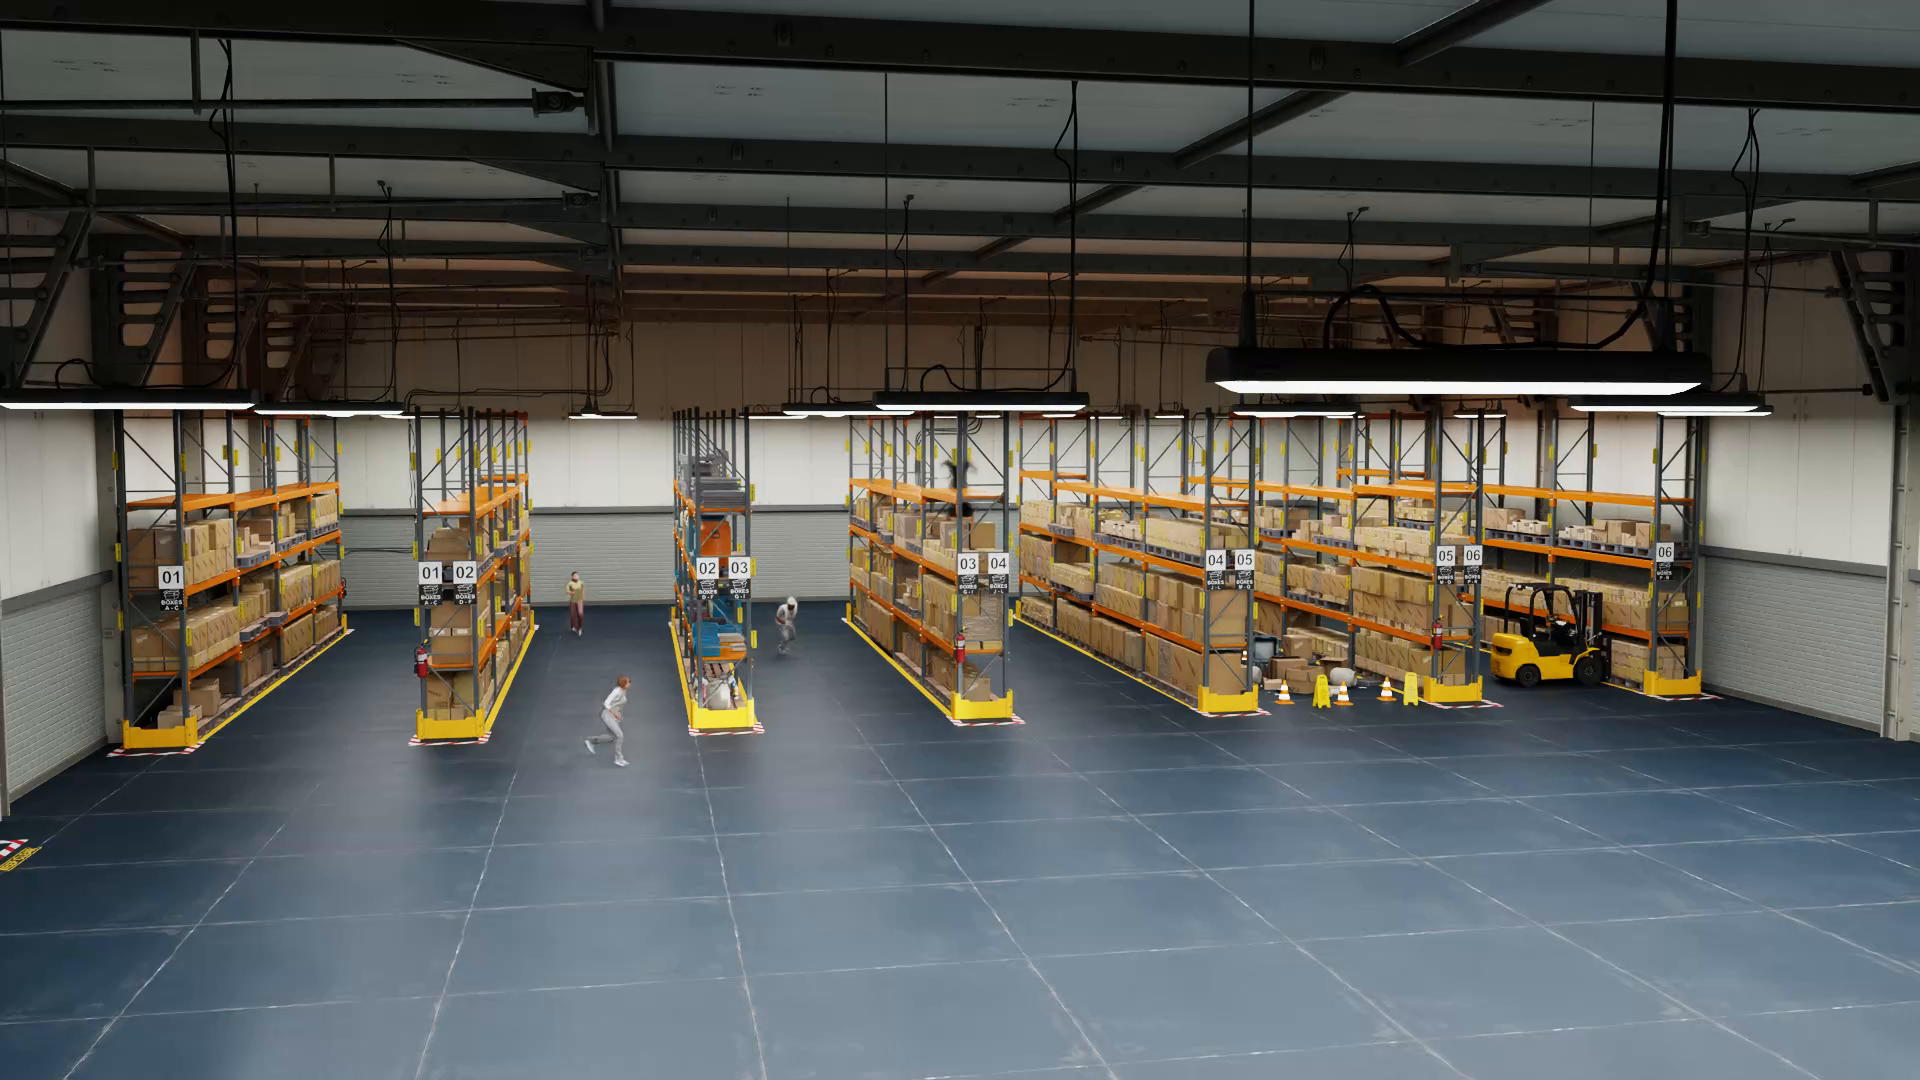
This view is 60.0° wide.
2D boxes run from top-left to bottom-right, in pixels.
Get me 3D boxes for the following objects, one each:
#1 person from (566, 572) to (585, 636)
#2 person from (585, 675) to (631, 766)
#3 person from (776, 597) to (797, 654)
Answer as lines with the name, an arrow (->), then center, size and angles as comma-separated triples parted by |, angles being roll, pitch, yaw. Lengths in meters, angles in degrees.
person -> -10.351, 1.703, 44.774 | 0.535, 1.721, 0.824 | -1, 4, -20
person -> -5.878, 3.017, 27.708 | 0.824, 1.535, 0.539 | 1, 4, 15
person -> -4.243, 2.093, 40.774 | 0.717, 1.477, 0.969 | -4, 6, -45
